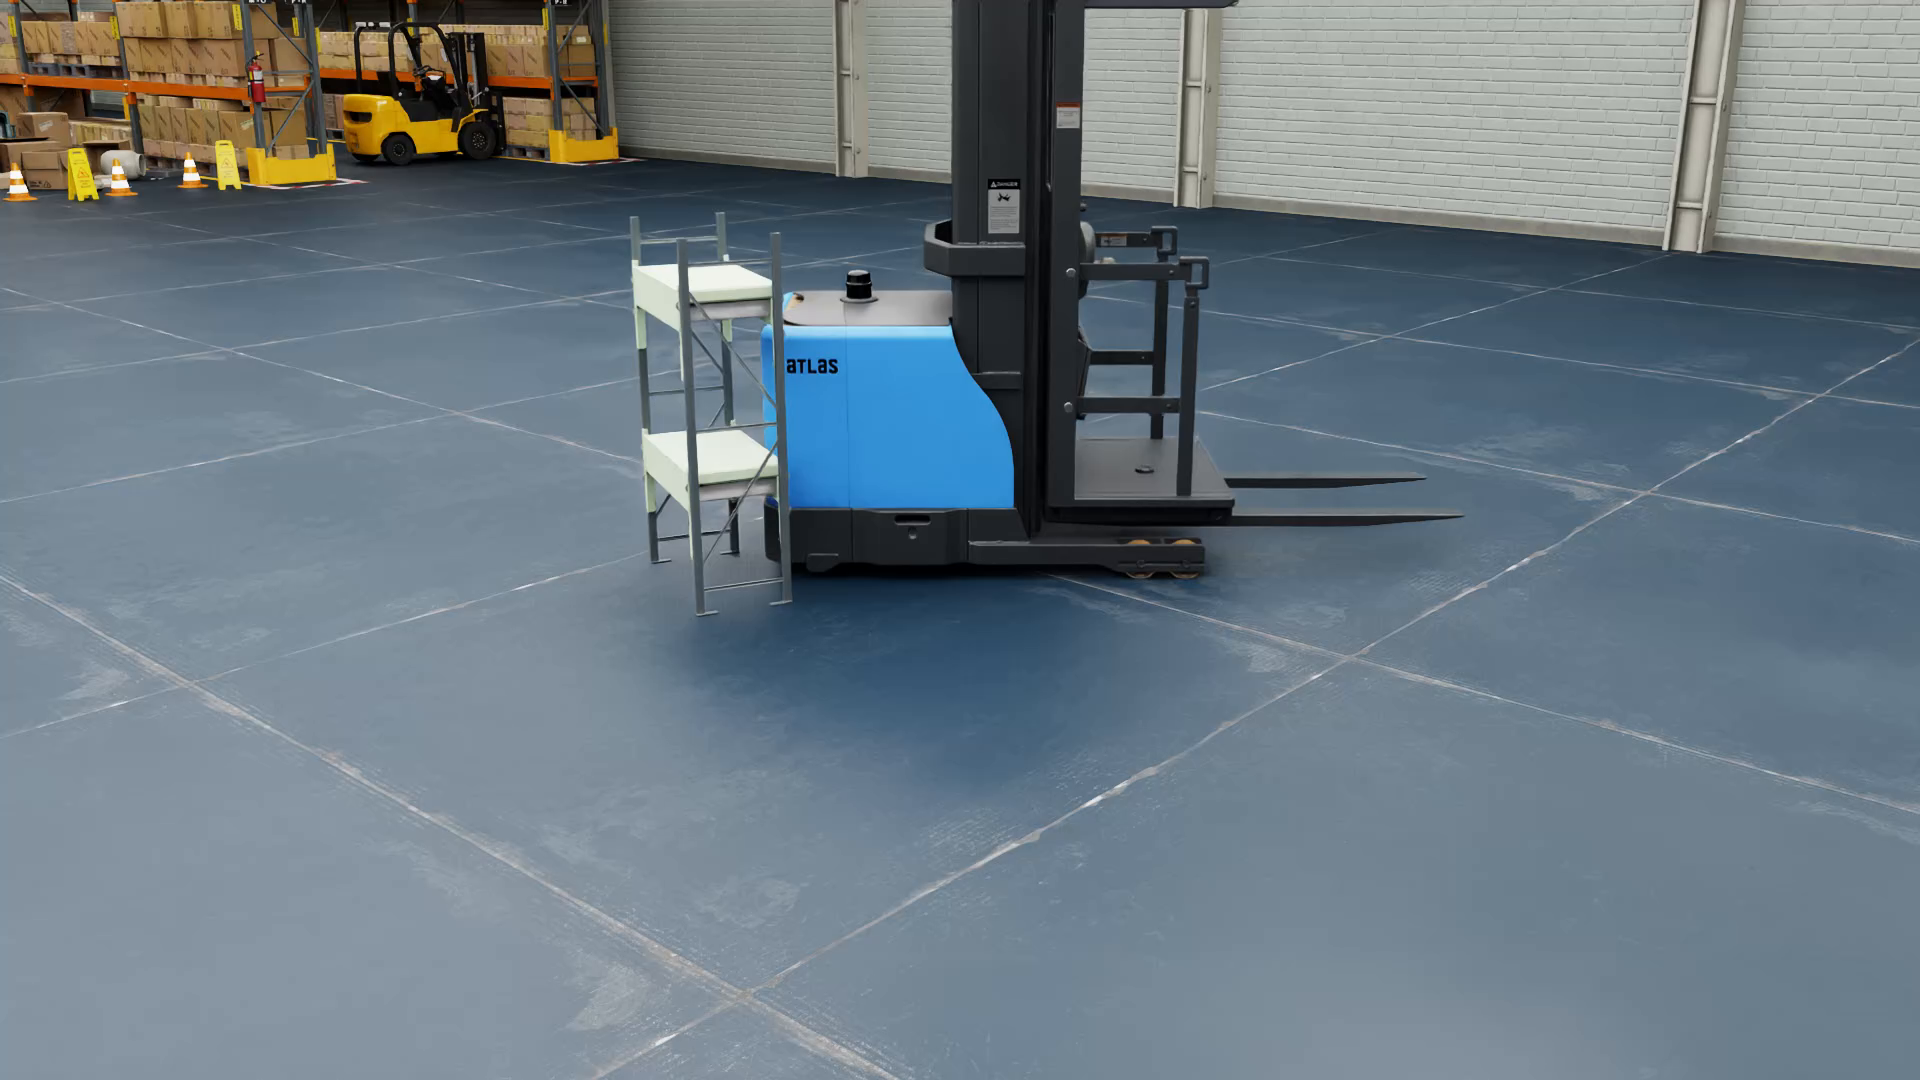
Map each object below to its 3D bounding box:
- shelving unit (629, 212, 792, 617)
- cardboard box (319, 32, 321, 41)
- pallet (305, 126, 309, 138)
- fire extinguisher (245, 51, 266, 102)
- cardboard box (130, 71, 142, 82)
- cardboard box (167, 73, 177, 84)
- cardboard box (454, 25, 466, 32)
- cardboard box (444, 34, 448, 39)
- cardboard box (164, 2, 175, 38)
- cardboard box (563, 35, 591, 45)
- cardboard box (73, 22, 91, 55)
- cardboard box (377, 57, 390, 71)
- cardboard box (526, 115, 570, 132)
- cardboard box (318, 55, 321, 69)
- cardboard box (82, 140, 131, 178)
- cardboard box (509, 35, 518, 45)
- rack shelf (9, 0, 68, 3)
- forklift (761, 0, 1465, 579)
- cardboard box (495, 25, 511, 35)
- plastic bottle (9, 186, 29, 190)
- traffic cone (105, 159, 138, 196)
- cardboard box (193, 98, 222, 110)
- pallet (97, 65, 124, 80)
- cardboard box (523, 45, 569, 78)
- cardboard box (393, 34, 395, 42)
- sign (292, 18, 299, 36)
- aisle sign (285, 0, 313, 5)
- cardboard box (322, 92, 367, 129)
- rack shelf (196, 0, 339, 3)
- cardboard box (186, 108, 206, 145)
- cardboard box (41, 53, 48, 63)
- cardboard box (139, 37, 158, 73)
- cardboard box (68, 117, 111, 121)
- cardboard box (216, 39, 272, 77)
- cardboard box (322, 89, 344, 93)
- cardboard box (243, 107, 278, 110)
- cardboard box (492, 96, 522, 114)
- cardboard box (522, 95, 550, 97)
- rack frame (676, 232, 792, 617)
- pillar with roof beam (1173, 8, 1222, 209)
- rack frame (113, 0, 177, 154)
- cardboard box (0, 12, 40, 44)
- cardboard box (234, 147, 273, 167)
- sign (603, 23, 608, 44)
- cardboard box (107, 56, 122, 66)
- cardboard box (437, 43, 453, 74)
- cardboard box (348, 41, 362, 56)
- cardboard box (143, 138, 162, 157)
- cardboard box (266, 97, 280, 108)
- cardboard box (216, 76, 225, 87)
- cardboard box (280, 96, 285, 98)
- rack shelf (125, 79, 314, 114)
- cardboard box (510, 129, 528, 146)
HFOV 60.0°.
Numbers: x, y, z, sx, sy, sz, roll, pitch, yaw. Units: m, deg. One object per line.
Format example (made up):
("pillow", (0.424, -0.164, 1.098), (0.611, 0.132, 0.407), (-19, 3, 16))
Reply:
("shelving unit", (-1.023, -0.536, 6.821), (0.431, 1.500, 0.755), (-8, 19, -23))
("cardboard box", (-11.888, -9.428, 31.124), (0.250, 0.149, 0.380), (16, 23, 40))
("pallet", (-12.664, -8.085, 32.738), (1.213, 0.211, 1.003), (15, 23, 39))
("fire extinguisher", (-9.660, -6.361, 22.825), (0.183, 0.674, 0.296), (15, 23, 39))
("cardboard box", (-12.408, -7.073, 25.355), (0.250, 0.149, 0.380), (15, 23, 39))
("cardboard box", (-11.458, -6.814, 24.539), (0.250, 0.149, 0.380), (15, 23, 40))
("cardboard box", (-8.309, -8.618, 28.078), (0.250, 0.149, 0.380), (15, 23, 38))
("cardboard box", (-8.532, -8.522, 28.267), (0.250, 0.149, 0.380), (16, 23, 40))
("cardboard box", (-11.071, -7.559, 24.160), (0.500, 0.500, 0.700), (15, 23, 39))
("cardboard box", (-6.229, -8.133, 27.042), (0.250, 0.149, 0.380), (14, 23, 38))
("cardboard box", (-13.683, -7.963, 26.394), (0.500, 0.500, 0.500), (16, 24, 41))
("cardboard box", (-10.070, -8.523, 29.755), (0.500, 0.250, 0.500), (15, 23, 39))
("cardboard box", (-6.719, -6.804, 27.117), (0.500, 0.250, 0.500), (15, 23, 39))
("cardboard box", (-11.961, -9.040, 31.385), (0.500, 0.250, 0.500), (15, 23, 39))
("cardboard box", (-12.533, -5.615, 24.475), (0.500, 0.500, 0.500), (-3, 18, -8))
("cardboard box", (-7.135, -8.175, 27.175), (0.250, 0.149, 0.380), (15, 23, 39))
("rack shelf", (-16.919, -9.620, 29.196), (4.000, 0.370, 1.077), (15, 23, 39))
("forklift", (0.677, -1.391, 7.148), (3.031, 2.935, 1.130), (0, 18, 0))
("cardboard box", (-7.379, -8.355, 27.250), (0.250, 0.149, 0.380), (16, 23, 41))
("plastic bottle", (-12.786, -4.774, 22.554), (0.283, 0.061, 0.133), (7, 19, 21))
("traffic cone", (-11.100, -4.791, 21.944), (0.334, 0.463, 0.336), (15, 23, 39))
("cardboard box", (-10.913, -6.347, 24.190), (0.250, 0.149, 0.380), (16, 24, 42))
("pallet", (-12.906, -7.424, 26.361), (1.213, 0.211, 1.003), (15, 23, 39))
("cardboard box", (-6.690, -7.736, 26.864), (0.500, 0.500, 0.500), (14, 23, 38))
("cardboard box", (-9.895, -8.936, 29.573), (0.250, 0.149, 0.380), (15, 23, 39))
("sign", (-12.484, -9.645, 31.261), (0.005, 0.325, 0.100), (15, 23, 39))
("aisle sign", (-9.187, -7.822, 23.003), (0.004, 0.787, 0.394), (15, 23, 39))
("cardboard box", (-11.674, -8.195, 31.708), (0.625, 0.625, 0.875), (16, 24, 41))
("rack shelf", (-13.627, -10.744, 32.737), (4.000, 0.370, 1.077), (15, 23, 39))
("cardboard box", (-10.977, -6.081, 24.426), (0.500, 0.500, 0.500), (14, 23, 38))
("cardboard box", (-14.940, -7.975, 27.503), (0.250, 0.149, 0.380), (13, 22, 36))
("cardboard box", (-11.896, -7.271, 24.907), (0.500, 0.500, 0.500), (15, 23, 39))
("cardboard box", (-15.007, -6.964, 28.245), (0.625, 0.372, 0.950), (13, 22, 36))
("cardboard box", (-10.028, -6.762, 23.301), (0.500, 0.500, 0.500), (15, 23, 38))
("cardboard box", (-12.314, -8.749, 32.585), (0.250, 0.149, 0.380), (17, 24, 42))
("cardboard box", (-10.271, -6.106, 24.503), (0.500, 0.500, 0.500), (14, 22, 37))
("cardboard box", (-7.469, -7.238, 27.657), (0.500, 0.250, 0.500), (15, 23, 40))
("cardboard box", (-7.124, -7.357, 28.033), (0.500, 0.250, 0.500), (15, 23, 39))
("rack frame", (-0.873, -0.435, 6.503), (0.400, 1.500, 0.023), (-8, 19, -23))
("pillar with roof beam", (0.048, -7.469, 16.270), (0.400, 9.000, 9.100), (15, 23, 39))
("rack frame", (-12.431, -7.329, 25.745), (0.127, 3.000, 1.000), (15, 23, 39))
("cardboard box", (-15.983, -8.701, 28.250), (0.500, 0.500, 0.500), (14, 23, 38))
("cardboard box", (-10.241, -5.521, 23.902), (0.500, 0.250, 0.500), (15, 23, 39))
("sign", (-5.775, -8.224, 27.004), (0.005, 0.325, 0.100), (15, 23, 39))
("cardboard box", (-12.999, -7.450, 25.848), (0.250, 0.149, 0.380), (15, 23, 40))
("cardboard box", (-8.580, -8.251, 28.486), (0.500, 0.500, 0.500), (16, 23, 40))
("cardboard box", (-10.809, -8.971, 30.342), (0.500, 0.250, 0.500), (15, 23, 40))
("cardboard box", (-12.169, -6.039, 25.532), (0.500, 0.250, 0.500), (14, 22, 37))
("cardboard box", (-13.351, -8.508, 32.899), (0.500, 0.500, 0.500), (16, 24, 42))
("cardboard box", (-10.302, -6.514, 23.595), (0.250, 0.149, 0.380), (15, 23, 38))
("cardboard box", (-13.061, -8.726, 32.514), (0.250, 0.149, 0.380), (14, 22, 37))
("rack shelf", (-10.935, -6.584, 24.589), (4.000, 0.370, 1.077), (15, 23, 39))
("cardboard box", (-7.074, -6.664, 27.501), (0.500, 0.250, 0.500), (15, 23, 39))
